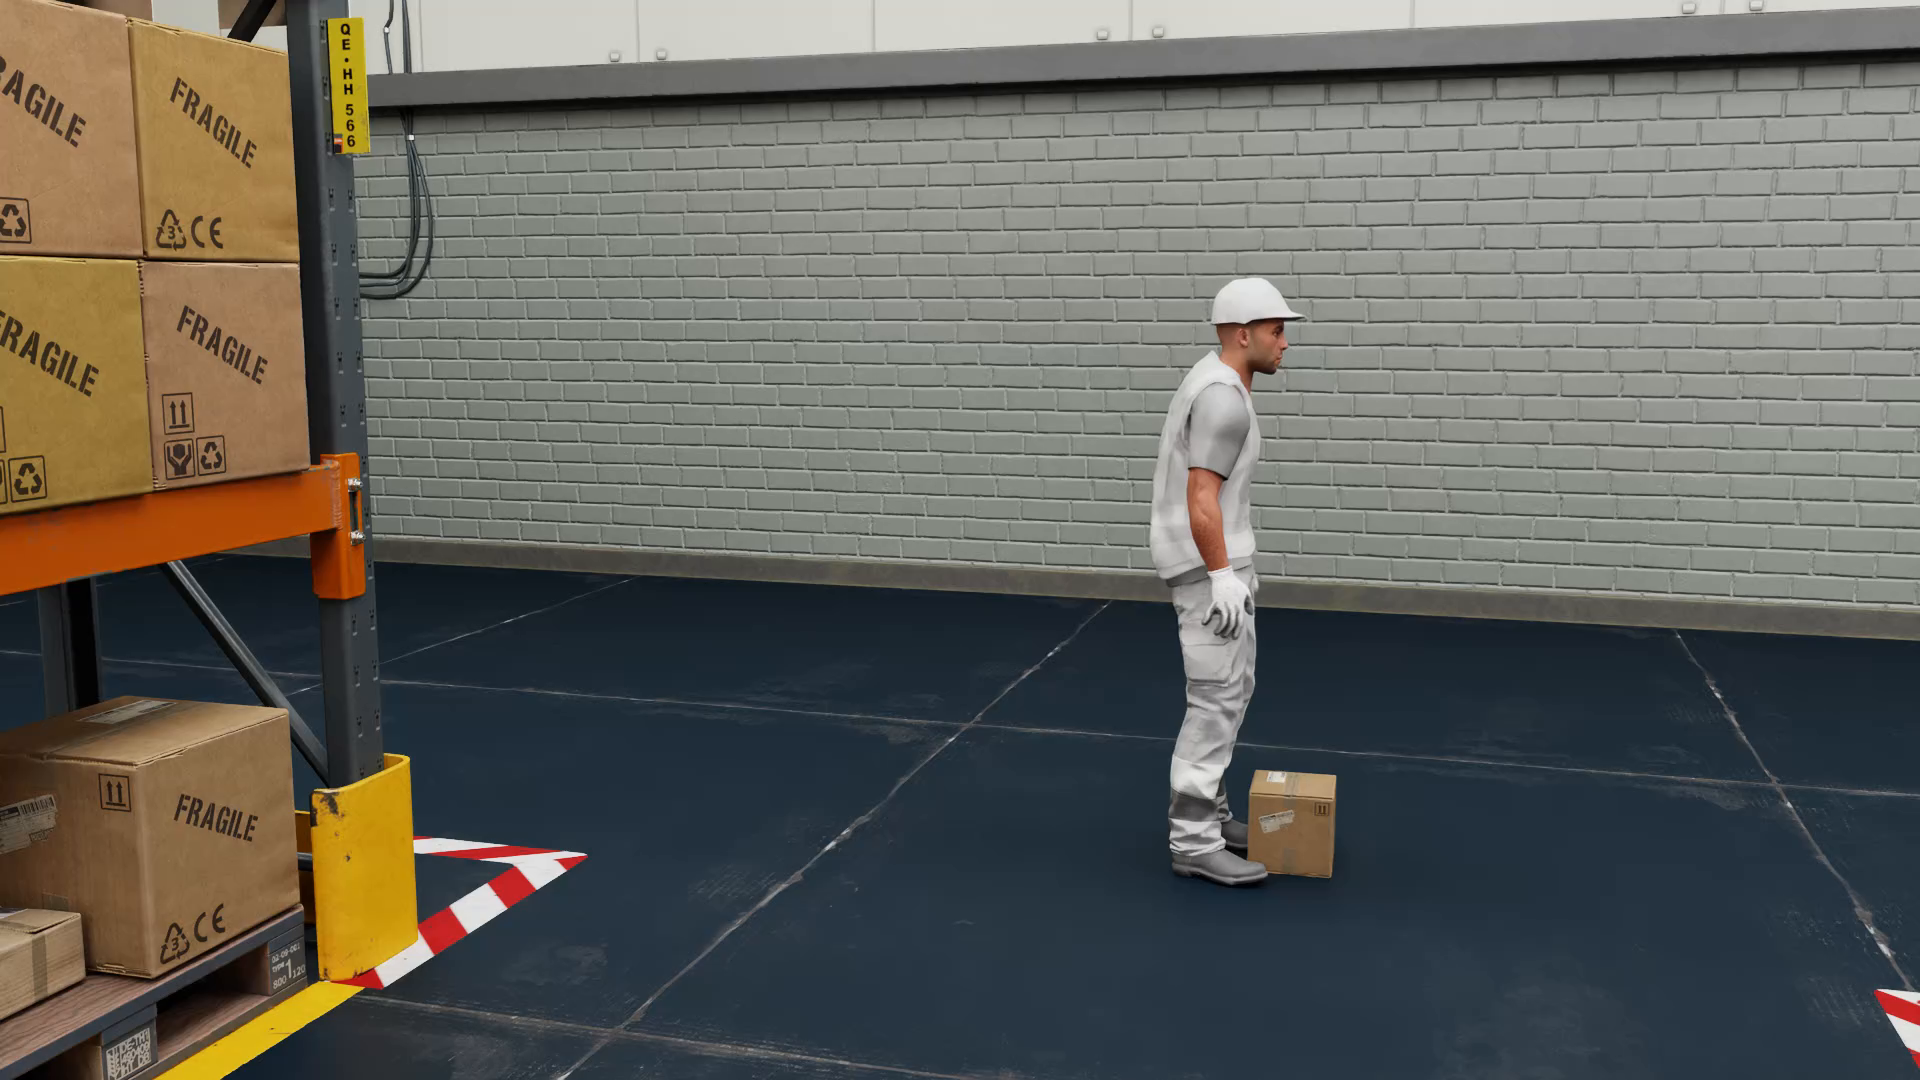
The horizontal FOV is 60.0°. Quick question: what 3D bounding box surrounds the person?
[{"bbox_3d":[0.804,0.103,5.062,0.446,1.780,0.620,2,8,13],"label":"person"}]
